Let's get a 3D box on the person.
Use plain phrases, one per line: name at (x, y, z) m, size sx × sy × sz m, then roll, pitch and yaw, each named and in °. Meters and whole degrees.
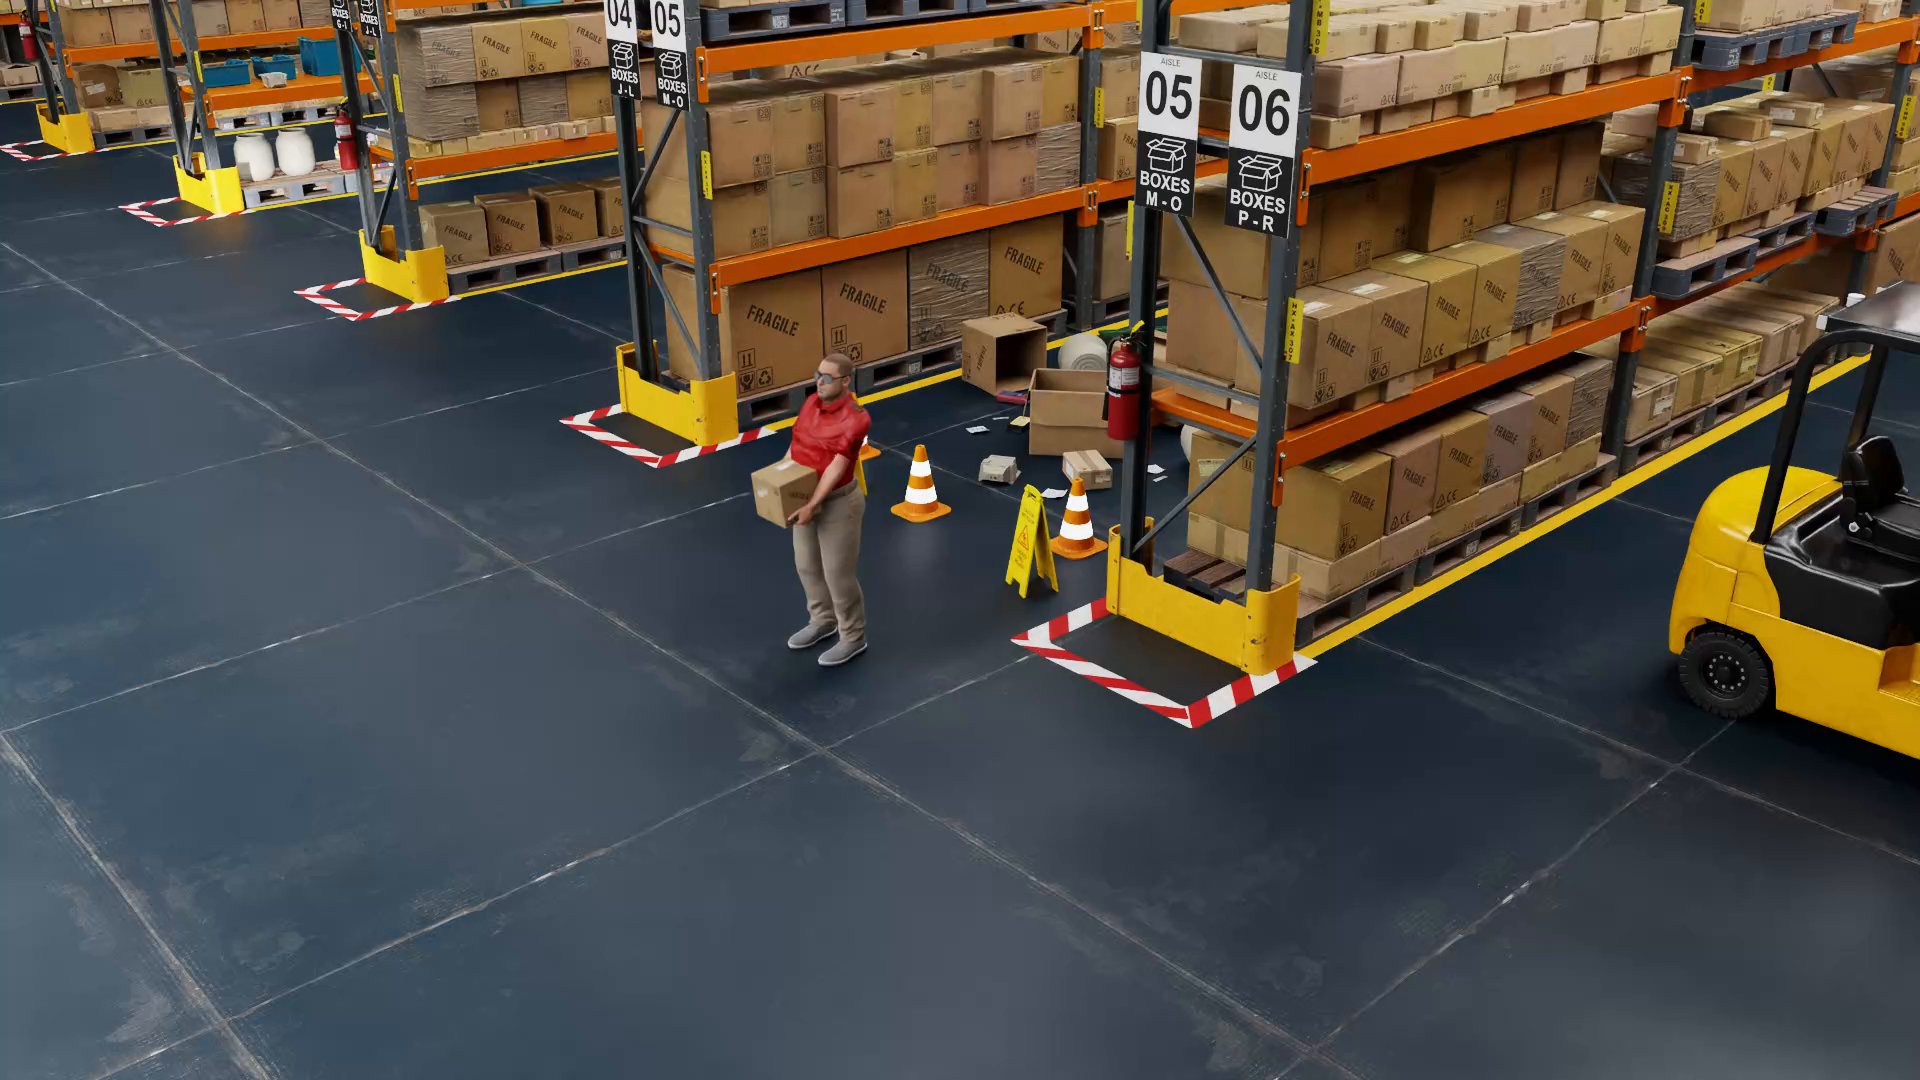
person at (-0.779, -0.151, 8.975) m, size 0.537 × 1.715 × 0.494 m, roll -20°, pitch 31°, yaw -37°
